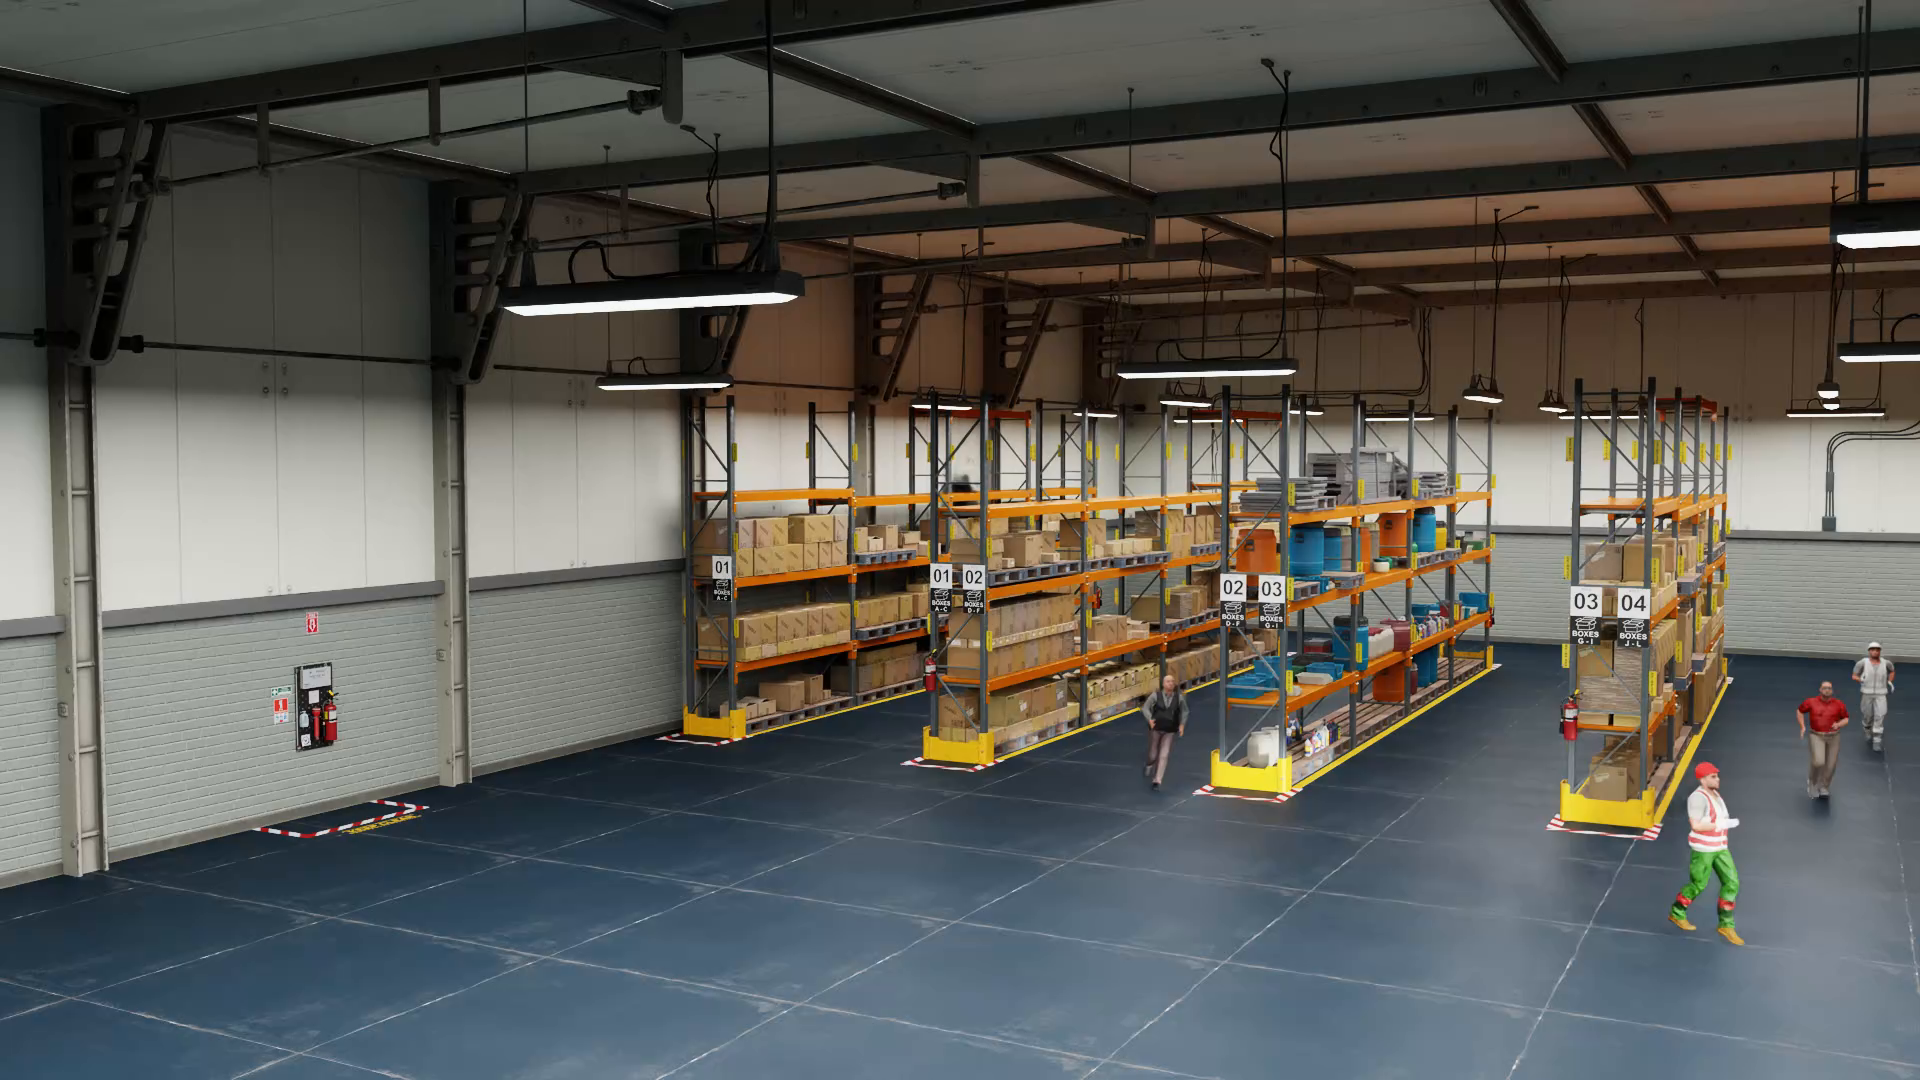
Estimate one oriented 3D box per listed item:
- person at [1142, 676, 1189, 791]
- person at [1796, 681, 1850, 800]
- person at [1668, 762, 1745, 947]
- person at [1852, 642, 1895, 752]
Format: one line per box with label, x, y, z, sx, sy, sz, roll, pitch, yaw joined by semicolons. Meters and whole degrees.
person;3.071;2.858;24.820;0.713;1.667;0.842;0;3;3
person;12.433;2.891;23.910;0.645;1.719;0.669;1;3;15
person;7.665;3.193;17.059;0.632;1.832;0.765;-2;4;-34
person;15.401;2.610;28.028;0.656;1.786;0.987;1;3;24
